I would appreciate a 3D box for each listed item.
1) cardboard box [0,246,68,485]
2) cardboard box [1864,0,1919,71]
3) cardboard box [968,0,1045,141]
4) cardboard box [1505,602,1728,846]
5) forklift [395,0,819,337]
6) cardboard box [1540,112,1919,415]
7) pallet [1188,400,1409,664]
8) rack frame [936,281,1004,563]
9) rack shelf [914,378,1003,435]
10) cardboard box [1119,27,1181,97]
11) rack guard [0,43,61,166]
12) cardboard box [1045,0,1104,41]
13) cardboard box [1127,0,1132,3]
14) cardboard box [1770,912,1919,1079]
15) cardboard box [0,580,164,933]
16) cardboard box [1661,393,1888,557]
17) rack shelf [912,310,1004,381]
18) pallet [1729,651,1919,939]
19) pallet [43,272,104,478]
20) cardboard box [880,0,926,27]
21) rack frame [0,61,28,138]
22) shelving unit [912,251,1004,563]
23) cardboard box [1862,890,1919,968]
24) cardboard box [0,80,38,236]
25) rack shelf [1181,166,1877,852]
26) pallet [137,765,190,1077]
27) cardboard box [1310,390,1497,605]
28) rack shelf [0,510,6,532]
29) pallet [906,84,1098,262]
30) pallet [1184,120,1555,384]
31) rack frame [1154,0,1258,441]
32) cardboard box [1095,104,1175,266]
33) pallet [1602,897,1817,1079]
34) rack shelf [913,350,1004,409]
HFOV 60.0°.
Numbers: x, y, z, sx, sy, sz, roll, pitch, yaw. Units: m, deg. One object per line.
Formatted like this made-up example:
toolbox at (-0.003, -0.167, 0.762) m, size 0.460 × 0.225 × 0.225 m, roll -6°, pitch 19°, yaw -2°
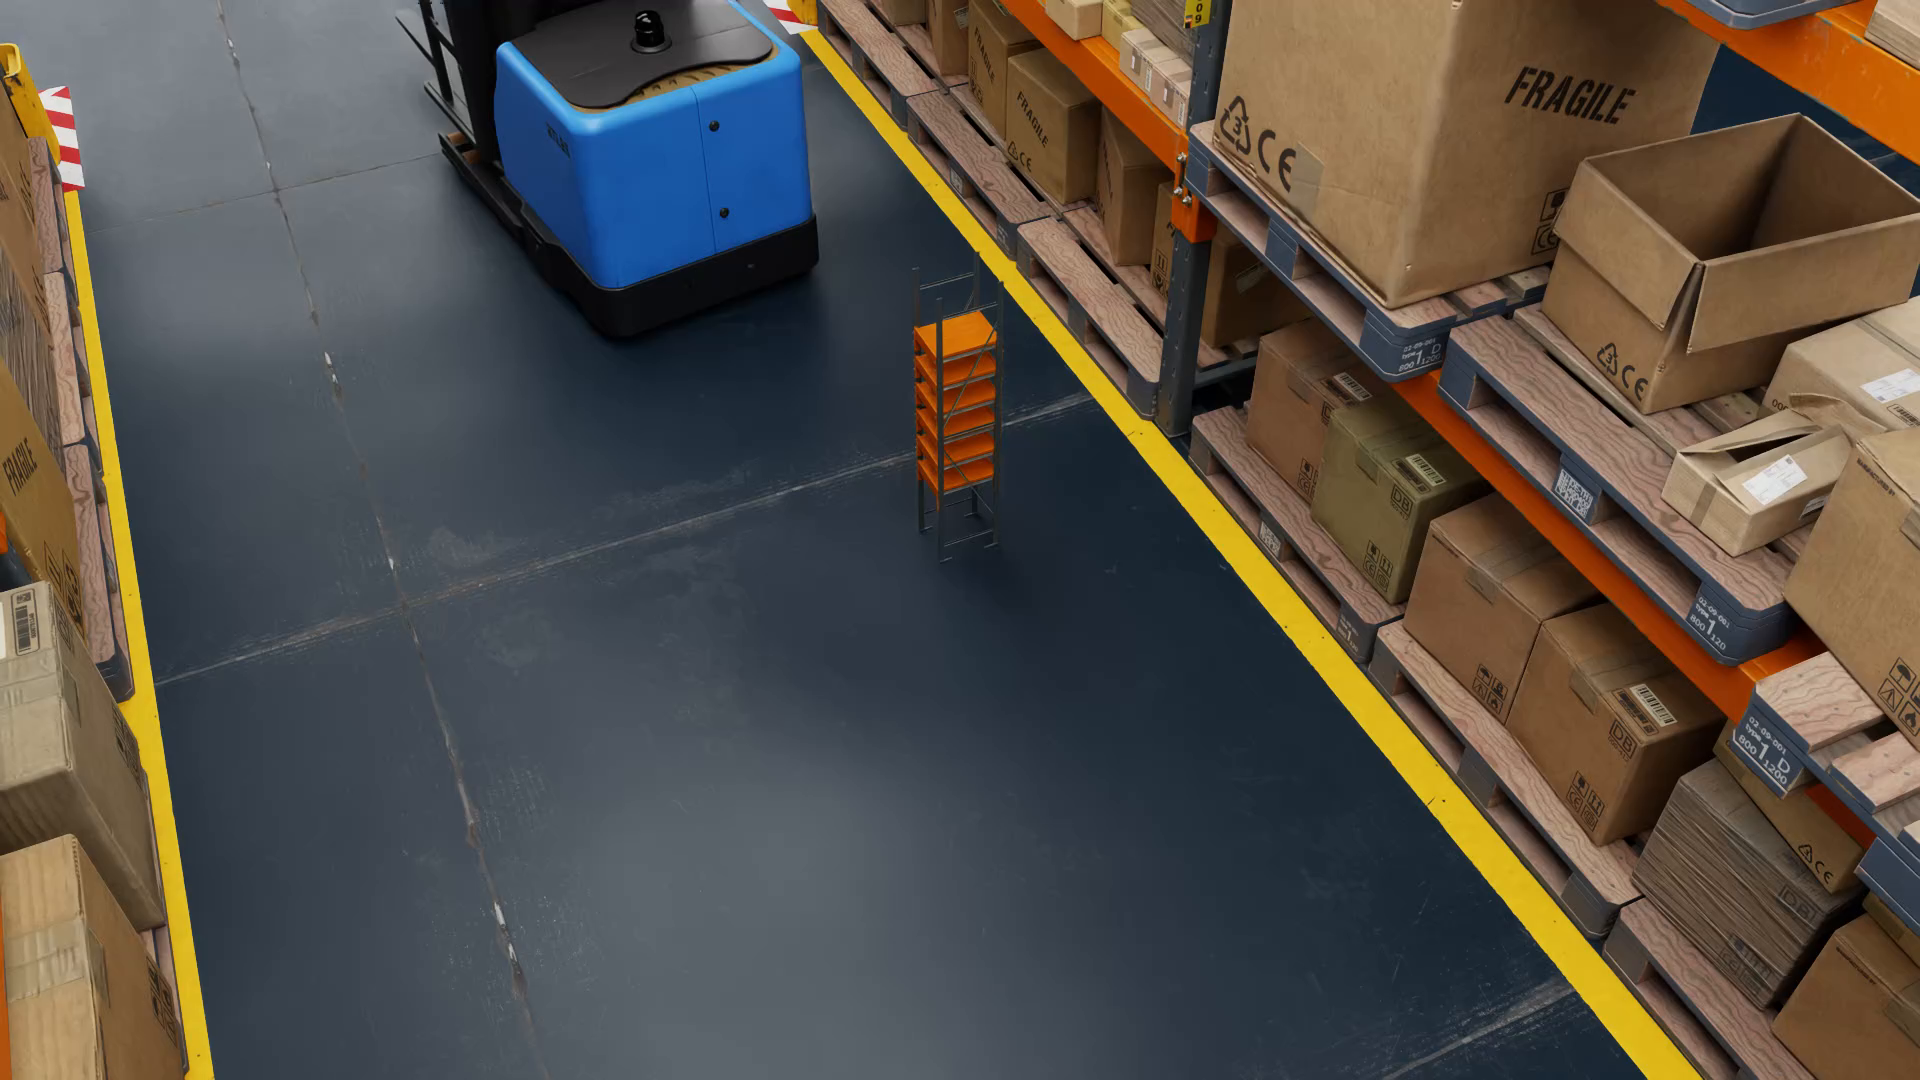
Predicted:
cardboard box at (-3.862, -0.640, 5.977) m, size 0.875 × 0.875 × 0.875 m, roll -18°, pitch 47°, yaw -17°
cardboard box at (2.094, -0.982, 3.080) m, size 0.500 × 0.250 × 0.500 m, roll -17°, pitch 47°, yaw -16°
cardboard box at (0.358, -2.283, 7.909) m, size 0.500 × 0.500 × 0.500 m, roll -14°, pitch 46°, yaw -14°
cardboard box at (2.156, 0.499, 5.075) m, size 0.700 × 0.500 × 0.500 m, roll -14°, pitch 46°, yaw -14°
forklift at (-1.860, -2.911, 7.113) m, size 1.130 × 2.935 × 3.031 m, roll -25°, pitch 50°, yaw -23°
cardboard box at (2.077, -0.762, 4.514) m, size 0.797 × 0.503 × 0.637 m, roll -14°, pitch 46°, yaw -13°
pallet at (1.593, -0.165, 6.267) m, size 1.003 × 0.211 × 1.213 m, roll -18°, pitch 47°, yaw -17°
rack frame at (0.032, -0.378, 5.779) m, size 0.240 × 1.200 × 0.006 m, roll -18°, pitch 47°, yaw -17°
rack shelf at (-0.006, -0.490, 5.785) m, size 0.258 × 0.103 × 0.180 m, roll -18°, pitch 47°, yaw -17°
cardboard box at (0.810, -1.776, 6.093) m, size 0.380 × 0.149 × 0.250 m, roll -18°, pitch 47°, yaw -17°
rack guard at (-4.971, -1.927, 7.847) m, size 1.175 × 0.500 × 0.348 m, roll -18°, pitch 47°, yaw -17°
cardboard box at (0.553, -2.079, 6.400) m, size 0.380 × 0.149 × 0.250 m, roll -18°, pitch 47°, yaw -17°
cardboard box at (0.953, -2.428, 6.293) m, size 0.875 × 0.500 × 0.500 m, roll -18°, pitch 47°, yaw -17°
cardboard box at (2.646, 1.208, 4.356) m, size 0.700 × 0.500 × 0.500 m, roll -20°, pitch 48°, yaw -19°
cardboard box at (-2.936, 0.768, 4.639) m, size 1.050 × 0.750 × 0.750 m, roll -18°, pitch 47°, yaw -18°
cardboard box at (2.000, -0.188, 4.102) m, size 0.396 × 0.266 × 0.258 m, roll -19°, pitch 48°, yaw -19°
rack shelf at (-0.006, -0.661, 5.616) m, size 0.258 × 0.103 × 0.180 m, roll -18°, pitch 47°, yaw -17°
pallet at (2.549, 0.542, 3.702) m, size 1.213 × 0.211 × 1.003 m, roll -18°, pitch 47°, yaw -17°
pallet at (-4.044, -0.546, 6.653) m, size 1.003 × 0.211 × 1.213 m, roll -18°, pitch 47°, yaw -17°
cardboard box at (-0.171, -3.059, 8.695) m, size 0.500 × 0.500 × 0.500 m, roll -10°, pitch 45°, yaw -10°
rack frame at (-4.961, -2.802, 6.954) m, size 1.000 × 3.000 × 0.127 m, roll -18°, pitch 47°, yaw -17°
shelving unit at (-0.006, -0.436, 5.838) m, size 0.258 × 1.200 × 0.189 m, roll -18°, pitch 47°, yaw -17°
cardboard box at (2.637, 0.944, 4.090) m, size 0.500 × 0.250 × 0.500 m, roll -16°, pitch 47°, yaw -16°
cardboard box at (-4.616, -1.782, 7.134) m, size 0.875 × 0.875 × 0.875 m, roll -18°, pitch 47°, yaw -17°
rack shelf at (2.105, -0.122, 4.751) m, size 1.077 × 0.370 × 4.000 m, roll -18°, pitch 47°, yaw -17°
pallet at (-2.886, 1.210, 4.874) m, size 1.003 × 0.211 × 1.213 m, roll -18°, pitch 47°, yaw -17°
cardboard box at (1.686, -0.213, 5.796) m, size 0.700 × 0.500 × 0.500 m, roll -18°, pitch 47°, yaw -18°
rack shelf at (-4.120, -1.271, 5.915) m, size 1.077 × 0.370 × 4.000 m, roll -18°, pitch 47°, yaw -17°
pallet at (0.433, -1.856, 7.981) m, size 1.003 × 0.211 × 1.213 m, roll -18°, pitch 47°, yaw -17°
pallet at (1.453, -1.055, 5.320) m, size 1.003 × 0.211 × 1.213 m, roll -18°, pitch 47°, yaw -17°
rack frame at (1.264, -1.653, 5.790) m, size 1.000 × 3.000 × 0.127 m, roll -18°, pitch 47°, yaw -17°
cardboard box at (0.884, -1.542, 7.158) m, size 0.500 × 0.500 × 0.500 m, roll -5°, pitch 45°, yaw -5°
pallet at (2.619, 1.390, 4.691) m, size 1.003 × 0.211 × 1.213 m, roll -18°, pitch 47°, yaw -17°
rack shelf at (-0.006, -0.576, 5.701) m, size 0.258 × 0.103 × 0.180 m, roll -18°, pitch 47°, yaw -17°
